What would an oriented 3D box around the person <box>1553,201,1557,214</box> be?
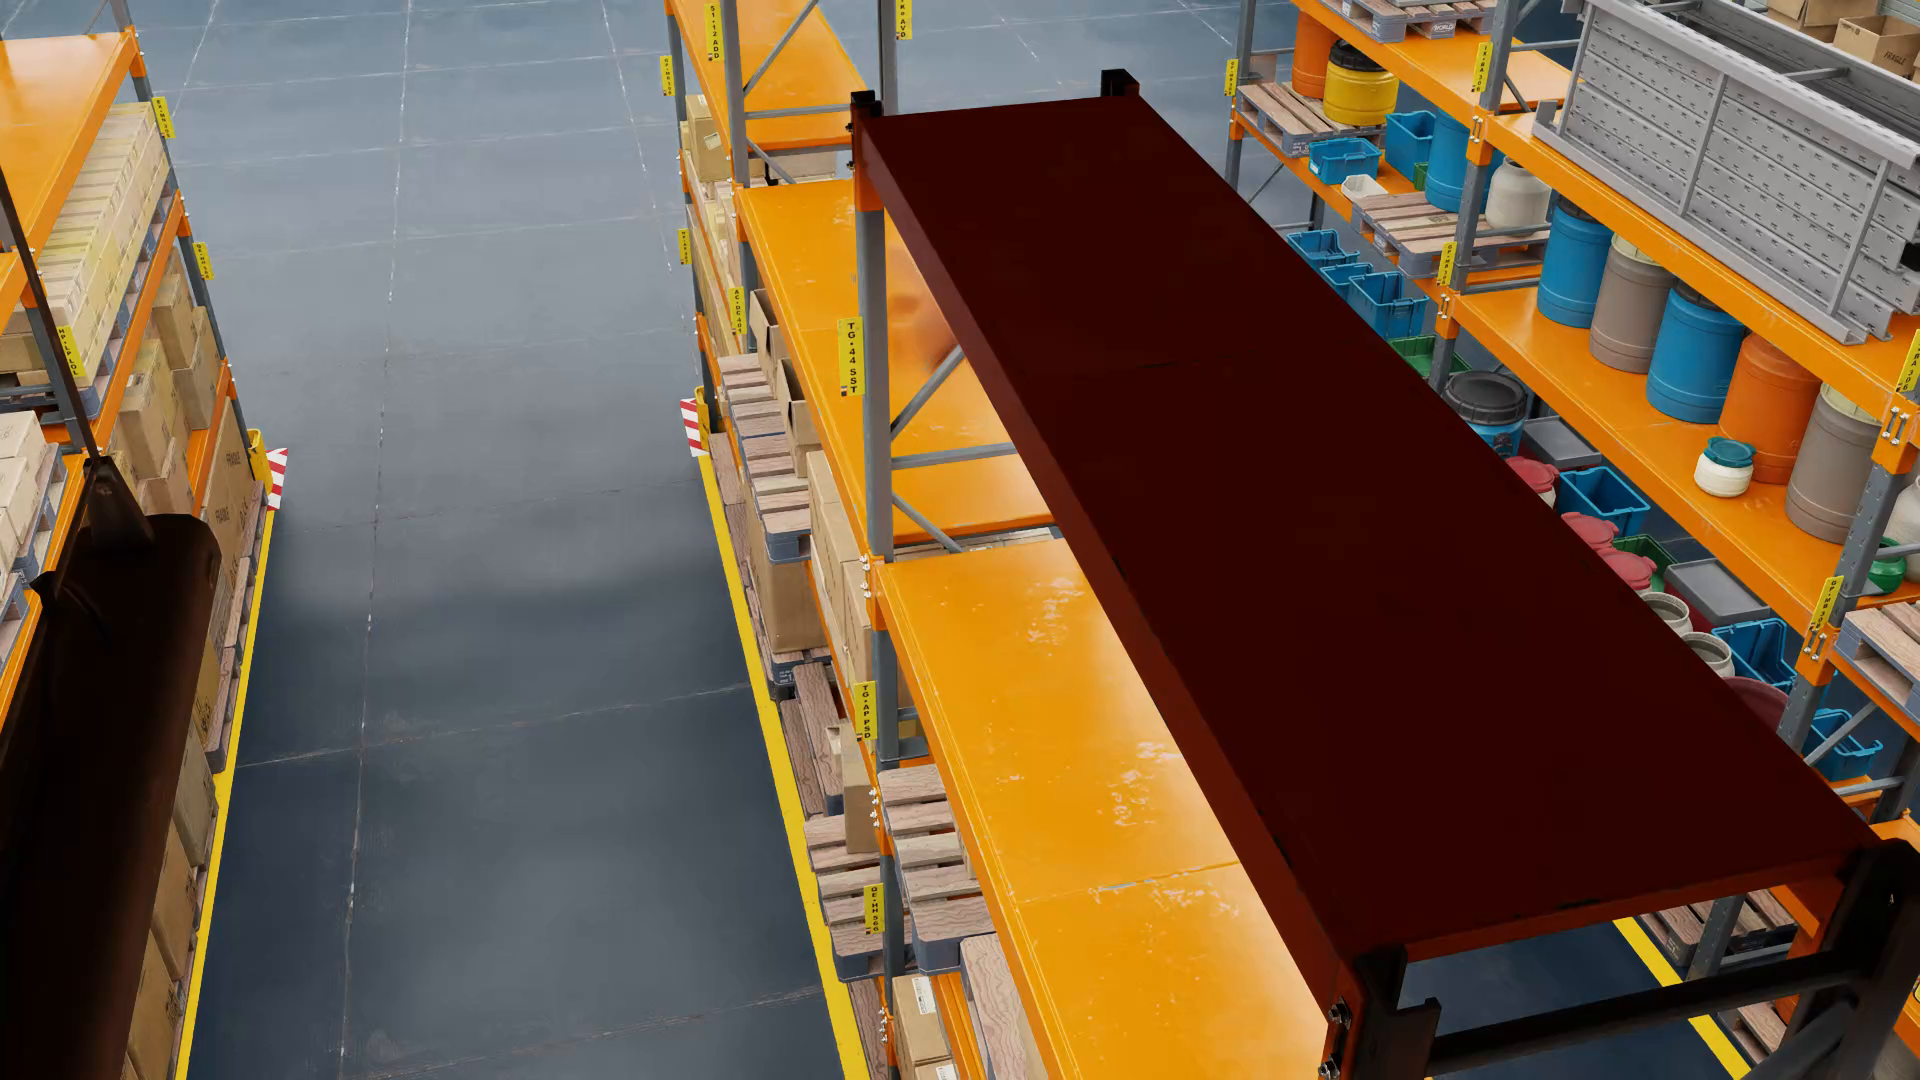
[{"bbox_3d":[6.967,-3.993,18.479,0.688,1.671,0.581,8,35,11],"label":"person"}]
